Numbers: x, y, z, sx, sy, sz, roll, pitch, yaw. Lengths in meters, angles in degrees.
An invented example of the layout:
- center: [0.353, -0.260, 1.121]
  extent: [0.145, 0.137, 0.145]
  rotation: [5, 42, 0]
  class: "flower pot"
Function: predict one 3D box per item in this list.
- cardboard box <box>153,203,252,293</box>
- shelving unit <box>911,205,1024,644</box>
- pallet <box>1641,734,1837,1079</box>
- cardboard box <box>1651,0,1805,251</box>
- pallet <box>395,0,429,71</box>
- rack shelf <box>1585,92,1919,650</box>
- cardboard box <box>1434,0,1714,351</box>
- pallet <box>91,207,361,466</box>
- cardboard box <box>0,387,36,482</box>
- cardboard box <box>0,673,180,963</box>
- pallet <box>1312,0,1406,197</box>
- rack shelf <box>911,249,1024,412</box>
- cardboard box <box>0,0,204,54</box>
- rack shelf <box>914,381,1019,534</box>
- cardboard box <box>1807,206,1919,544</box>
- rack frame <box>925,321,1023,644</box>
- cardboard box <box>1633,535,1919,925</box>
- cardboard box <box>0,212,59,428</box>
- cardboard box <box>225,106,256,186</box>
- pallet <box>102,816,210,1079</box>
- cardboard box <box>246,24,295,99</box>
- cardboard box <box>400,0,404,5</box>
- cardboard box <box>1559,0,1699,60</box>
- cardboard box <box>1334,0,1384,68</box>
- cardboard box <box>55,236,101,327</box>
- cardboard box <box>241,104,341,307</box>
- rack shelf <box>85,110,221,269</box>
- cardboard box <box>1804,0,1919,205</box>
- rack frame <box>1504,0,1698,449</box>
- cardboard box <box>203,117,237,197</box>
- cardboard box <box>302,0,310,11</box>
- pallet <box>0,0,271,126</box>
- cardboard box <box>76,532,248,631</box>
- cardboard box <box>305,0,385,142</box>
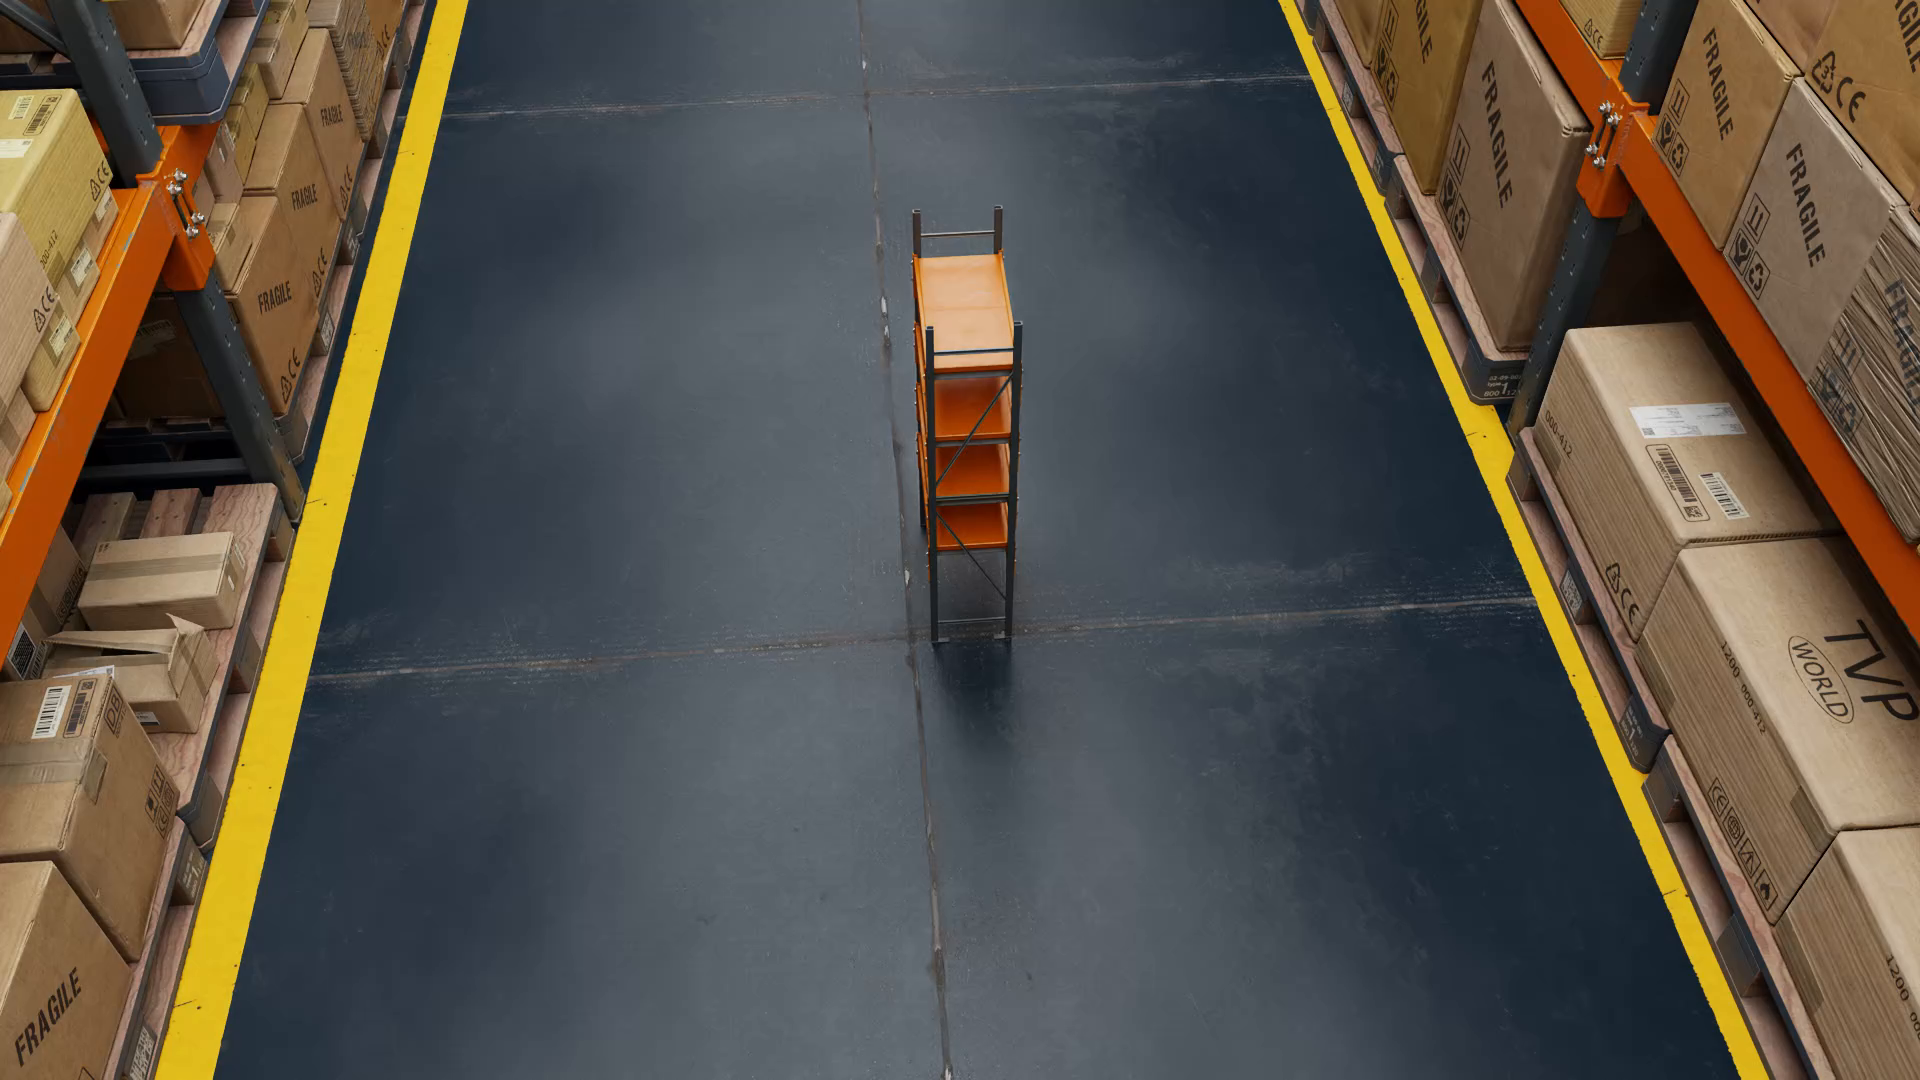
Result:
- center: [-2.371, -0.877, 5.001]
  extent: [0.380, 0.149, 0.250]
  rotation: [-1, 47, -1]
  class: "cardboard box"
- center: [0.014, -0.293, 4.701]
  extent: [0.258, 1.200, 0.503]
  rotation: [-3, 47, -3]
  class: "shelving unit"
- center: [2.431, 1.000, 4.157]
  extent: [1.003, 0.211, 1.213]
  rotation: [-3, 47, -3]
  class: "pallet"
- center: [2.118, -1.077, 4.135]
  extent: [0.500, 0.500, 0.500]
  rotation: [-2, 47, -2]
  class: "cardboard box"
- center: [-2.916, -2.486, 7.460]
  extent: [1.003, 0.211, 1.213]
  rotation: [-3, 47, -3]
  class: "pallet"
- center: [2.508, 0.296, 3.399]
  extent: [1.077, 0.370, 4.000]
  rotation: [-3, 47, -3]
  class: "rack shelf"
- center: [2.208, -1.256, 5.547]
  extent: [0.875, 0.875, 0.875]
  rotation: [-2, 47, -2]
  class: "cardboard box"
- center: [-2.712, -0.721, 5.788]
  extent: [1.003, 0.211, 1.213]
  rotation: [-3, 47, -3]
  class: "pallet"
- center: [-2.243, -0.227, 3.572]
  extent: [0.380, 0.149, 0.250]
  rotation: [-2, 47, -2]
  class: "cardboard box"
- center: [-2.347, 0.695, 3.958]
  extent: [0.700, 0.500, 0.500]
  rotation: [-5, 47, -5]
  class: "cardboard box"
- center: [2.095, -1.878, 6.883]
  extent: [1.003, 0.211, 1.213]
  rotation: [-3, 47, -3]
  class: "pallet"
- center: [0.014, -0.563, 4.416]
  extent: [0.258, 0.148, 0.480]
  rotation: [-3, 47, -3]
  class: "rack shelf"
- center: [-2.423, -1.636, 4.376]
  extent: [0.700, 0.500, 0.500]
  rotation: [-2, 47, -2]
  class: "cardboard box"
- center: [0.014, -0.247, 4.750]
  extent: [0.258, 0.148, 0.480]
  rotation: [-3, 47, -3]
  class: "rack shelf"
- center: [2.192, -0.353, 3.449]
  extent: [0.500, 0.500, 0.500]
  rotation: [-3, 47, -3]
  class: "cardboard box"
- center: [0.034, -0.116, 4.534]
  extent: [0.240, 1.200, 0.015]
  rotation: [-3, 47, -3]
  class: "rack frame"
- center: [2.361, 0.447, 4.236]
  extent: [0.875, 0.438, 0.875]
  rotation: [-5, 47, -4]
  class: "cardboard box"
- center: [-2.263, -0.429, 3.489]
  extent: [0.500, 0.250, 0.500]
  rotation: [-3, 47, -3]
  class: "cardboard box"
- center: [-2.504, -1.258, 5.361]
  extent: [0.380, 0.149, 0.250]
  rotation: [-6, 47, -5]
  class: "cardboard box"
- center: [-2.444, 1.247, 3.924]
  extent: [1.003, 0.211, 1.213]
  rotation: [-3, 47, -3]
  class: "pallet"
- center: [-2.524, -1.639, 5.722]
  extent: [0.380, 0.149, 0.250]
  rotation: [-4, 47, -3]
  class: "cardboard box"
- center: [-2.660, -2.617, 7.095]
  extent: [0.500, 0.500, 0.500]
  rotation: [-4, 47, -4]
  class: "cardboard box"
- center: [2.051, -1.656, 4.856]
  extent: [0.500, 0.250, 0.500]
  rotation: [-4, 47, -4]
  class: "cardboard box"
- center: [2.051, -2.556, 6.779]
  extent: [0.875, 0.875, 0.875]
  rotation: [-3, 47, -3]
  class: "cardboard box"
- center: [-2.284, -0.605, 3.930]
  extent: [0.380, 0.149, 0.250]
  rotation: [-2, 47, -2]
  class: "cardboard box"
- center: [-2.476, -1.127, 5.684]
  extent: [0.500, 0.500, 0.500]
  rotation: [-4, 47, -4]
  class: "cardboard box"
- center: [-2.773, -2.293, 5.852]
  extent: [1.077, 0.370, 4.000]
  rotation: [-3, 47, -3]
  class: "rack shelf"
- center: [2.175, -1.051, 3.422]
  extent: [0.500, 0.500, 0.500]
  rotation: [-4, 47, -4]
  class: "cardboard box"
- center: [2.340, -1.398, 4.508]
  extent: [1.000, 3.000, 0.127]
  rotation: [-3, 47, -3]
  class: "rack frame"
- center: [-2.440, -1.165, 5.068]
  extent: [0.380, 0.149, 0.250]
  rotation: [-6, 47, -5]
  class: "cardboard box"
- center: [-2.594, -2.012, 6.075]
  extent: [0.380, 0.149, 0.250]
  rotation: [-3, 47, -3]
  class: "cardboard box"
- center: [-2.564, -1.613, 4.844]
  extent: [1.003, 0.211, 1.213]
  rotation: [-3, 47, -3]
  class: "pallet"
- center: [-2.267, 0.127, 4.738]
  extent: [0.380, 0.149, 0.250]
  rotation: [-5, 47, -4]
  class: "cardboard box"
- center: [-2.551, -1.864, 6.382]
  extent: [0.500, 0.500, 0.500]
  rotation: [-5, 47, -5]
  class: "cardboard box"
